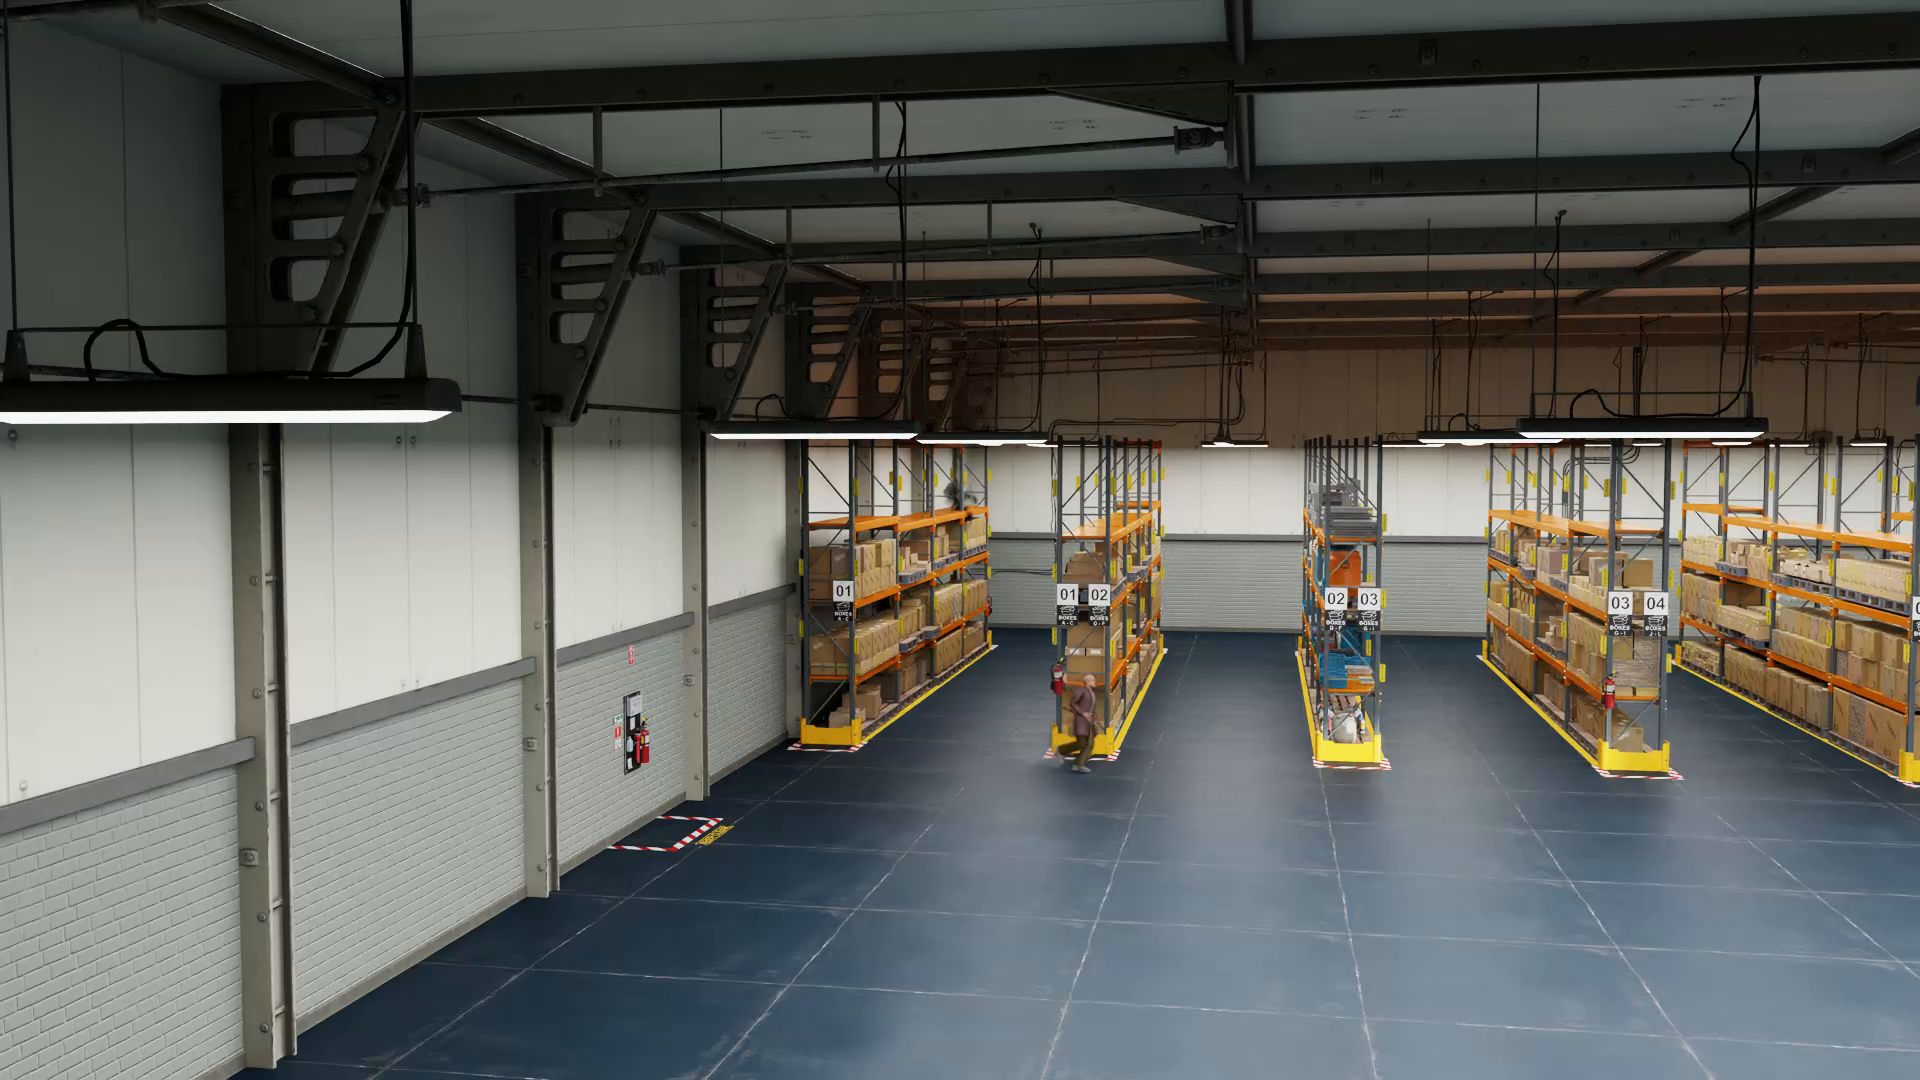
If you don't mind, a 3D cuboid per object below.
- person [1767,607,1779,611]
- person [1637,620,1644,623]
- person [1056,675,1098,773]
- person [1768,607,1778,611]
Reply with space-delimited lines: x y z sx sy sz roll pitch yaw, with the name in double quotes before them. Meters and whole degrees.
"person" 22.155 2.383 45.422 0.858 1.817 0.636 1 3 16
"person" 17.753 2.517 43.362 0.565 1.689 0.874 1 3 14
"person" 2.211 3.268 29.861 0.696 1.696 0.740 3 4 40
"person" 21.304 2.479 43.686 0.669 1.828 0.766 0 3 -6
